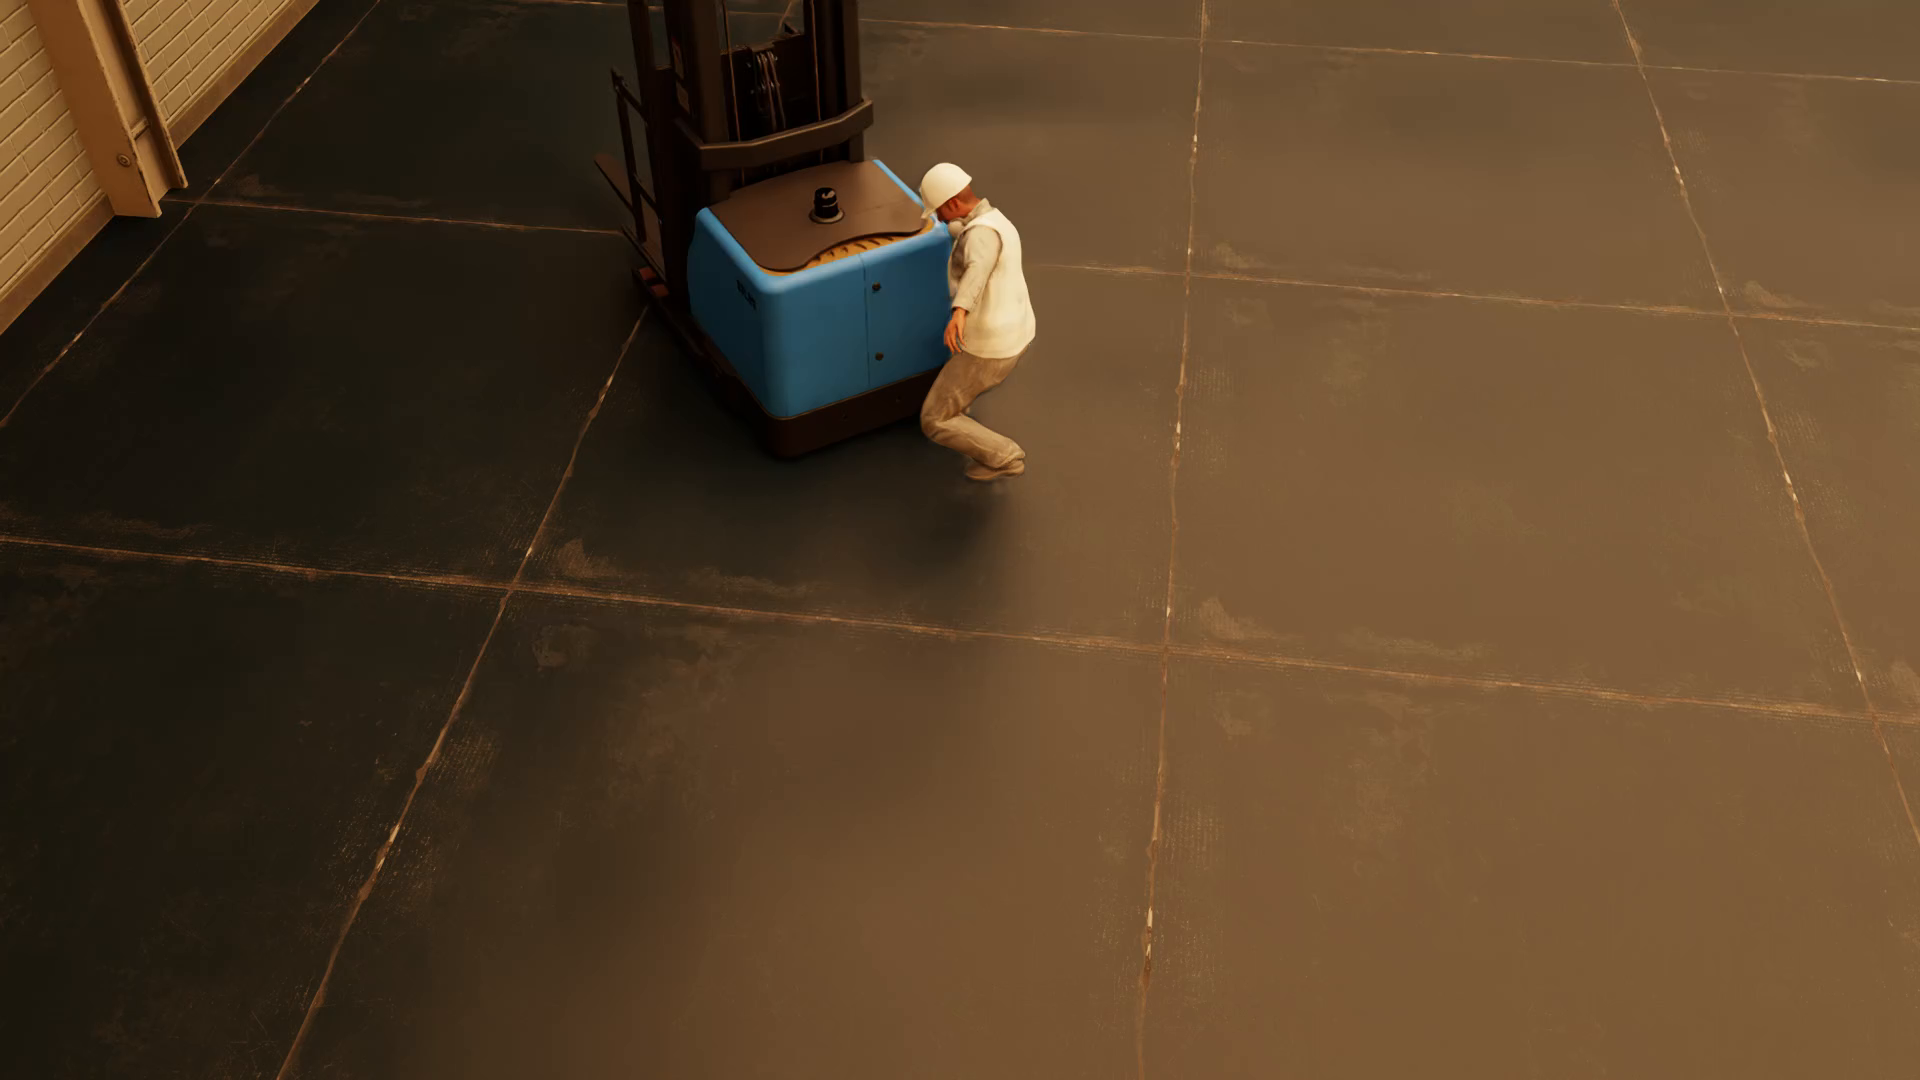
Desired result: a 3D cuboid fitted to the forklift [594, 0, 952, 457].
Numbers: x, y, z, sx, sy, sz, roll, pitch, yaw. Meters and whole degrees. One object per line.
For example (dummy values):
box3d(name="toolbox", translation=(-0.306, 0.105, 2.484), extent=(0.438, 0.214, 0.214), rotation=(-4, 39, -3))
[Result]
box3d(name="forklift", translation=(-1.188, -2.476, 8.420), extent=(1.130, 2.935, 3.031), rotation=(-21, 47, -21))

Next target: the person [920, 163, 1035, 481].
box3d(name="person", translation=(0.066, -0.951, 7.829), extent=(0.682, 1.505, 1.148), rotation=(16, 45, 17))
